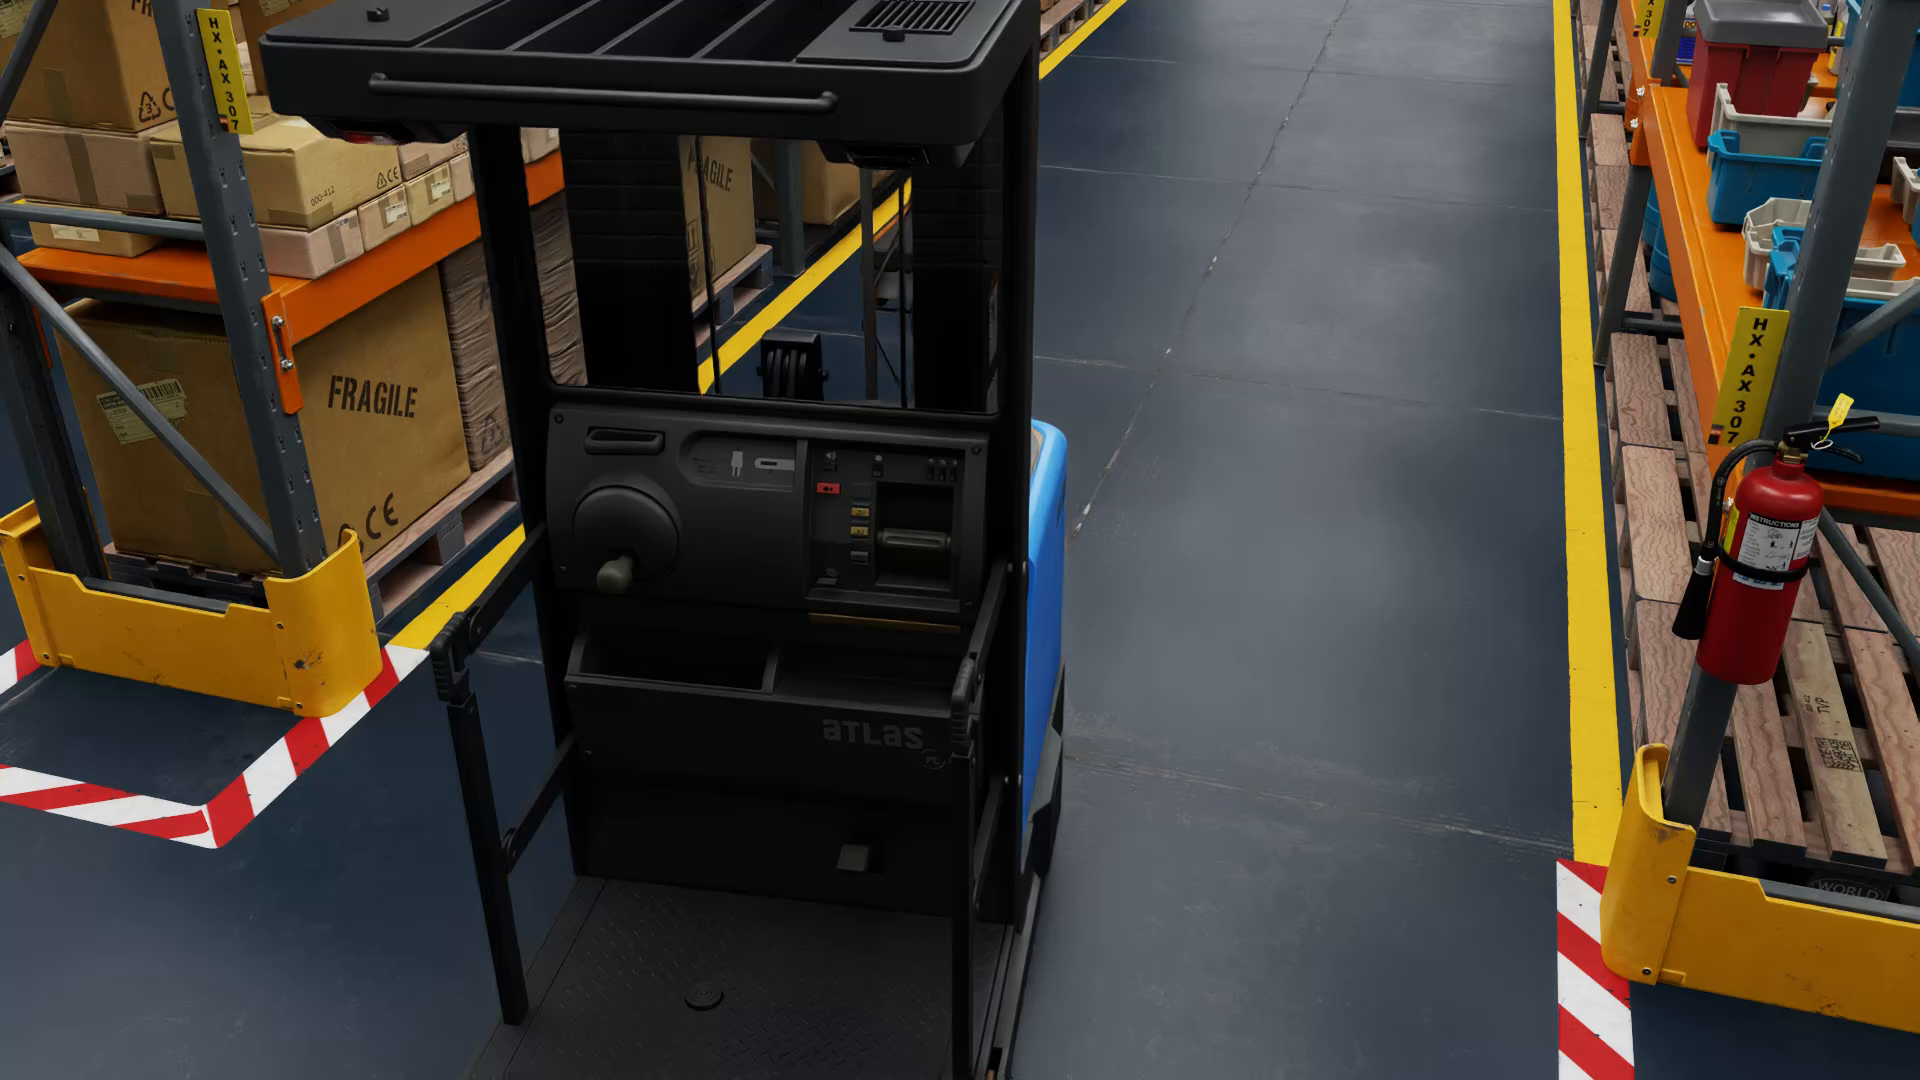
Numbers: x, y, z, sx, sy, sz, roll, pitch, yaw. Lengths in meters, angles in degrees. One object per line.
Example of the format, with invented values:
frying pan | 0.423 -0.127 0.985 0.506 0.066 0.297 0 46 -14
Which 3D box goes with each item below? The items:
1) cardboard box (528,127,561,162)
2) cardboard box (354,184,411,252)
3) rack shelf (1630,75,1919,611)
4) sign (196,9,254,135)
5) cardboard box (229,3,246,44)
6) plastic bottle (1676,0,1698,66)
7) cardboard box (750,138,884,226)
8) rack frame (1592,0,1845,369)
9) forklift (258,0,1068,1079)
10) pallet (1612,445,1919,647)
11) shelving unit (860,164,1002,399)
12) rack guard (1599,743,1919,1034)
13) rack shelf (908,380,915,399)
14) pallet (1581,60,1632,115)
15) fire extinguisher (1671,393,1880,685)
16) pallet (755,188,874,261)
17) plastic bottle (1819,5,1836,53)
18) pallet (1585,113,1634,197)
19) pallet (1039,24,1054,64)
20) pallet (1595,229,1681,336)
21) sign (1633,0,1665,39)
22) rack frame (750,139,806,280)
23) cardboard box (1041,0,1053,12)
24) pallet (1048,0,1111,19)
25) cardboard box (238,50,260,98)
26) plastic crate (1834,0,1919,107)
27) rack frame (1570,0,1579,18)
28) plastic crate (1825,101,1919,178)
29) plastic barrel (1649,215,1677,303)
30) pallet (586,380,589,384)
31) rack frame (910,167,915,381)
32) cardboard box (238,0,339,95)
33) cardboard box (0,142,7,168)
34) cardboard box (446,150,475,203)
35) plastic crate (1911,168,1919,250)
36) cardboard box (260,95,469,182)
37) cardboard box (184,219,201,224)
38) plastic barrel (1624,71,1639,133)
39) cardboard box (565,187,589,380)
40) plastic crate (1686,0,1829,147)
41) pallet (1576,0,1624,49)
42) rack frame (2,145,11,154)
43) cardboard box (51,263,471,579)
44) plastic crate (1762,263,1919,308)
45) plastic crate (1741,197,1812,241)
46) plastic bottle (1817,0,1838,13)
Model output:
cardboard box | -1.692 -1.521 6.157 0.380 0.149 0.250 8 30 14
cardboard box | -1.993 -1.043 5.297 0.380 0.149 0.250 8 30 14
rack shelf | 2.836 -0.823 5.384 1.077 0.370 4.000 8 30 15
sign | -1.958 -1.246 4.432 0.100 0.325 0.005 8 30 15
cardboard box | -5.259 -3.417 11.446 0.500 0.500 0.500 9 30 16
plastic bottle | 3.229 -2.242 7.323 0.152 0.276 0.135 8 30 15
cardboard box | -1.143 -2.329 9.105 1.225 0.875 0.875 9 30 15
rack frame | 3.423 -2.067 6.880 1.000 3.000 0.127 8 30 15
forklift | -0.439 -0.012 3.256 1.130 2.935 3.031 5 29 8
pallet | 2.888 0.068 5.912 1.003 0.211 1.213 8 30 15
shelving unit | -0.049 -0.841 5.601 0.431 2.100 0.503 8 30 15
rack guard | 2.254 0.897 4.123 1.175 0.500 0.348 8 30 15
rack shelf | -0.049 -0.217 5.948 0.431 0.518 0.480 8 30 15
pallet | 4.861 -3.062 11.537 1.003 0.211 1.213 8 30 15
fire extinguisher | 1.770 -0.006 3.639 0.296 0.674 0.183 8 30 15
pallet | -1.158 -1.925 9.493 1.003 0.211 1.213 8 30 15
plastic bottle | 3.905 -2.320 7.540 0.097 0.201 0.097 0 29 0
pallet | 4.405 -2.335 10.230 1.003 0.211 1.213 8 30 15
pallet | 0.093 -3.777 12.823 1.003 0.211 1.213 8 30 15
pallet | 3.689 -1.201 8.192 1.003 0.211 1.213 8 30 15
sign | 2.897 -2.267 6.956 0.100 0.325 0.005 8 30 15
rack frame | -1.312 -2.774 8.151 1.000 3.000 0.127 8 30 15
cardboard box | 0.350 -4.571 13.500 0.700 0.500 0.500 11 31 19
pallet | 0.809 -4.911 14.861 1.003 0.211 1.213 8 30 15
cardboard box | -2.448 -1.478 5.670 0.500 0.250 0.500 8 30 14
plastic crate | 3.612 -1.821 6.392 0.392 0.384 0.575 8 30 15
rack frame | 5.771 -5.785 13.563 1.000 3.000 0.127 8 30 15
plastic crate | 3.351 -1.415 5.929 0.437 0.125 0.590 8 30 15
plastic barrel | 3.599 -1.584 7.738 0.600 0.901 0.708 8 30 15
pallet | -1.966 -0.644 7.191 1.003 0.211 1.213 8 30 15
rack frame | 0.023 -0.954 5.805 0.400 2.100 0.015 8 30 15
cardboard box | -1.941 -1.724 5.341 0.500 0.500 0.500 8 30 14
cardboard box | -5.813 -2.235 9.683 0.380 0.149 0.250 9 30 16
cardboard box | -1.842 -1.283 5.729 0.380 0.149 0.250 8 30 14
plastic crate | 3.110 -0.980 5.037 0.416 0.233 0.300 8 30 15
cardboard box | -1.941 -1.406 5.541 0.500 0.250 0.500 8 30 14
cardboard box | -2.622 -1.139 5.470 0.380 0.149 0.250 9 30 15
plastic barrel | 4.469 -2.931 10.234 0.600 0.830 0.708 8 30 15
cardboard box | -1.847 -1.315 7.283 0.875 0.875 0.875 8 30 15
plastic crate | 2.921 -1.742 6.169 0.402 0.464 0.583 8 30 15
pallet | 5.577 -4.196 13.575 1.003 0.211 1.213 8 30 15
rack frame | -6.024 -3.529 9.507 1.000 3.000 0.127 8 30 15
cardboard box | -2.375 -0.479 5.779 0.875 0.875 0.875 8 30 15
plastic crate | 2.414 -0.657 4.554 0.396 0.136 0.243 8 30 15
plastic crate | 2.541 -0.930 5.045 0.298 0.136 0.250 8 30 15
plastic bottle | 4.194 -2.604 7.973 0.152 0.276 0.135 8 30 15
